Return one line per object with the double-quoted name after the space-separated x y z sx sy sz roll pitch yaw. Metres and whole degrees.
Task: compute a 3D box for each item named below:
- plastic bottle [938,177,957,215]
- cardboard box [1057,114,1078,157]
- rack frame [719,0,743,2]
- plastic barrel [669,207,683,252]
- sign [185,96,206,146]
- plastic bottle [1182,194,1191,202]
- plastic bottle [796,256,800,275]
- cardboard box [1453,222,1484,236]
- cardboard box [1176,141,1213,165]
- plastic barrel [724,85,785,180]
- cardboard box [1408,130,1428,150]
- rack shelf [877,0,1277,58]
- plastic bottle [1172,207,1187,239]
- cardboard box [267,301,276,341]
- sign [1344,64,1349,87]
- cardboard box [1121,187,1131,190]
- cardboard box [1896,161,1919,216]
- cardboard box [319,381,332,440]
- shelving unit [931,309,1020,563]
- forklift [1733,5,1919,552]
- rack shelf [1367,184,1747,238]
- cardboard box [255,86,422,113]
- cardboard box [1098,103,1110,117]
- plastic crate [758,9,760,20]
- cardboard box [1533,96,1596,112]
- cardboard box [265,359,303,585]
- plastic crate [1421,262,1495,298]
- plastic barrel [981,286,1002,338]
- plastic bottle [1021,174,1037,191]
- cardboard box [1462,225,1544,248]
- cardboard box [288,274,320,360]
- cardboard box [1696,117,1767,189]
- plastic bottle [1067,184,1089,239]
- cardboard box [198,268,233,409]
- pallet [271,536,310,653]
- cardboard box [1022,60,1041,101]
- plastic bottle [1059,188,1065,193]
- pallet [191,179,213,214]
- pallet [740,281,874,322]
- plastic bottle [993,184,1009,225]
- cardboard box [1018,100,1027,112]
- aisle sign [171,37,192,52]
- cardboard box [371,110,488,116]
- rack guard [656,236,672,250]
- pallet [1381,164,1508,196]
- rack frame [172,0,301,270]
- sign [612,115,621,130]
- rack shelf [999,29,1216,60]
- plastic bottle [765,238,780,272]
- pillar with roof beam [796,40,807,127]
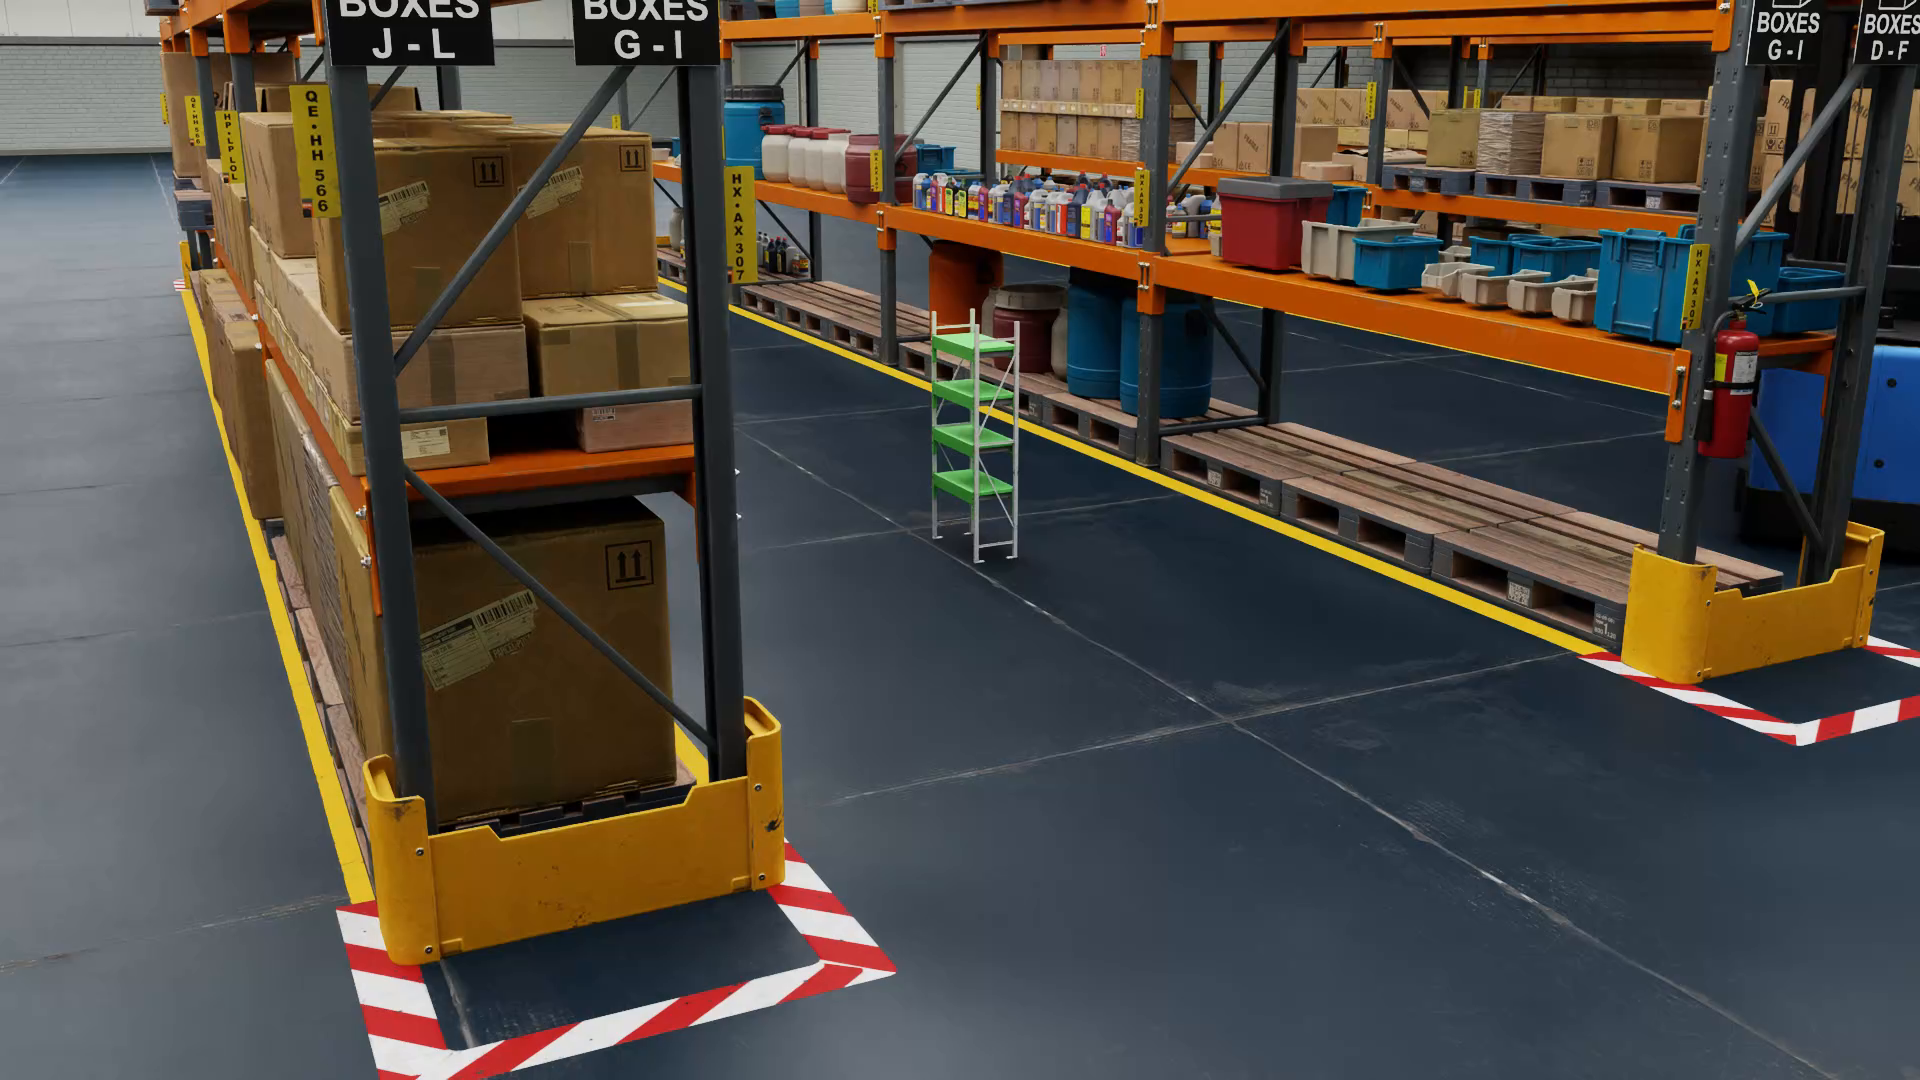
-0.077 -2.631 12.707 0.152 0.276 0.135 -8 18 -25 "plastic bottle"
1.644 -5.081 20.836 0.700 0.500 0.500 -7 17 -23 "cardboard box"
-1.931 -6.828 16.228 1.000 3.000 0.127 -8 18 -25 "rack frame"
-3.327 -3.788 20.261 0.421 0.512 0.421 0 16 0 "plastic barrel"
-5.115 -2.804 11.129 0.100 0.325 0.005 -8 18 -25 "sign"
1.527 -2.182 11.150 0.097 0.271 0.097 0 16 0 "plastic bottle"
-1.721 -2.967 17.929 0.097 0.201 0.097 0 16 0 "plastic bottle"
6.713 -4.120 22.008 0.380 0.166 0.250 -10 19 -32 "cardboard box"
2.778 -4.353 18.752 0.500 0.250 0.500 -6 17 -21 "cardboard box"
-2.034 -4.052 16.525 0.600 0.901 0.708 -8 18 -25 "plastic barrel"
6.284 -5.284 21.961 0.500 0.250 0.500 -8 18 -25 "cardboard box"
0.697 -3.552 11.557 1.077 0.370 4.000 -8 18 -25 "rack shelf"
1.449 -2.097 10.979 0.097 0.201 0.097 0 16 0 "plastic bottle"
-2.701 -0.932 7.016 0.380 0.149 0.250 -8 18 -26 "cardboard box"
5.730 -6.903 24.697 0.100 0.325 0.005 -8 18 -25 "sign"
1.915 -3.996 20.102 0.500 0.500 0.500 -8 18 -25 "cardboard box"
6.450 -2.196 10.783 0.500 0.500 0.500 -8 18 -25 "cardboard box"
-1.803 -0.425 5.248 0.380 0.149 0.250 -8 18 -25 "cardboard box"
0.072 -0.536 8.442 0.258 1.200 0.503 -8 18 -25 "shelving unit"
5.157 -1.692 9.333 1.130 2.935 3.031 7 18 24 "forklift"
5.152 -2.708 14.053 1.077 0.370 4.000 -8 18 -25 "rack shelf"
-3.166 -2.049 8.454 0.797 0.503 0.637 -8 18 -26 "cardboard box"
1.872 -5.134 19.846 0.380 0.149 0.250 -8 18 -25 "cardboard box"
-2.378 -5.708 18.149 0.336 0.188 0.450 -8 18 -25 "plastic crate"
7.405 -5.131 20.213 0.700 0.500 0.500 -6 17 -19 "cardboard box"
-2.662 -0.369 7.689 0.875 0.875 0.875 -8 18 -25 "cardboard box"
2.402 -1.262 8.079 0.298 0.136 0.250 -8 18 -25 "plastic crate"
0.378 -1.710 13.019 0.421 0.512 0.421 0 16 0 "plastic barrel"
0.472 -2.450 11.939 0.144 0.351 0.185 -8 18 -25 "plastic bottle"
4.925 -2.703 15.107 0.500 0.250 0.500 -7 17 -23 "cardboard box"
-2.022 -0.781 5.766 0.500 0.250 0.500 -8 18 -27 "cardboard box"
6.021 -2.952 12.658 0.500 0.500 0.700 15 22 42 "cardboard box"
0.796 -2.171 10.966 0.144 0.351 0.185 -8 18 -25 "plastic bottle"
-4.348 -1.360 11.144 1.225 0.875 0.875 -9 18 -27 "cardboard box"
-2.616 0.177 7.752 1.003 0.211 1.213 -8 18 -25 "pallet"
1.222 -5.945 21.495 0.700 0.500 0.500 -8 18 -26 "cardboard box"
0.773 -2.575 12.646 0.097 0.201 0.097 0 16 0 "plastic bottle"
-5.535 -2.747 13.234 1.003 0.211 1.213 -8 18 -25 "pallet"
-1.552 -2.414 16.778 1.003 0.211 1.213 -8 18 -25 "pallet"
0.328 -2.402 11.909 0.152 0.276 0.135 -8 18 -25 "plastic bottle"
0.975 -5.643 21.619 0.380 0.149 0.250 -8 18 -25 "cardboard box"
-8.433 -5.566 17.995 0.394 0.787 0.004 -8 18 -25 "aisle sign"
-2.437 -1.711 7.649 0.500 0.500 0.500 -7 17 -23 "cardboard box"
-3.608 -3.721 20.811 1.175 0.500 0.348 -8 18 -25 "rack guard"
4.636 -3.298 15.153 1.213 0.211 1.003 -8 18 -25 "pallet"
-6.384 -3.345 14.970 1.000 3.000 0.127 -8 18 -25 "rack frame"
-4.180 -5.003 20.246 0.100 0.325 0.005 -8 18 -25 "sign"
1.647 -6.133 20.552 1.077 0.370 4.000 -8 18 -25 "rack shelf"
-2.041 -3.115 18.172 0.144 0.351 0.185 -8 18 -25 "plastic bottle"
-8.078 -14.378 42.540 9.100 9.000 0.400 -8 18 -25 "pillar with roof beam"
